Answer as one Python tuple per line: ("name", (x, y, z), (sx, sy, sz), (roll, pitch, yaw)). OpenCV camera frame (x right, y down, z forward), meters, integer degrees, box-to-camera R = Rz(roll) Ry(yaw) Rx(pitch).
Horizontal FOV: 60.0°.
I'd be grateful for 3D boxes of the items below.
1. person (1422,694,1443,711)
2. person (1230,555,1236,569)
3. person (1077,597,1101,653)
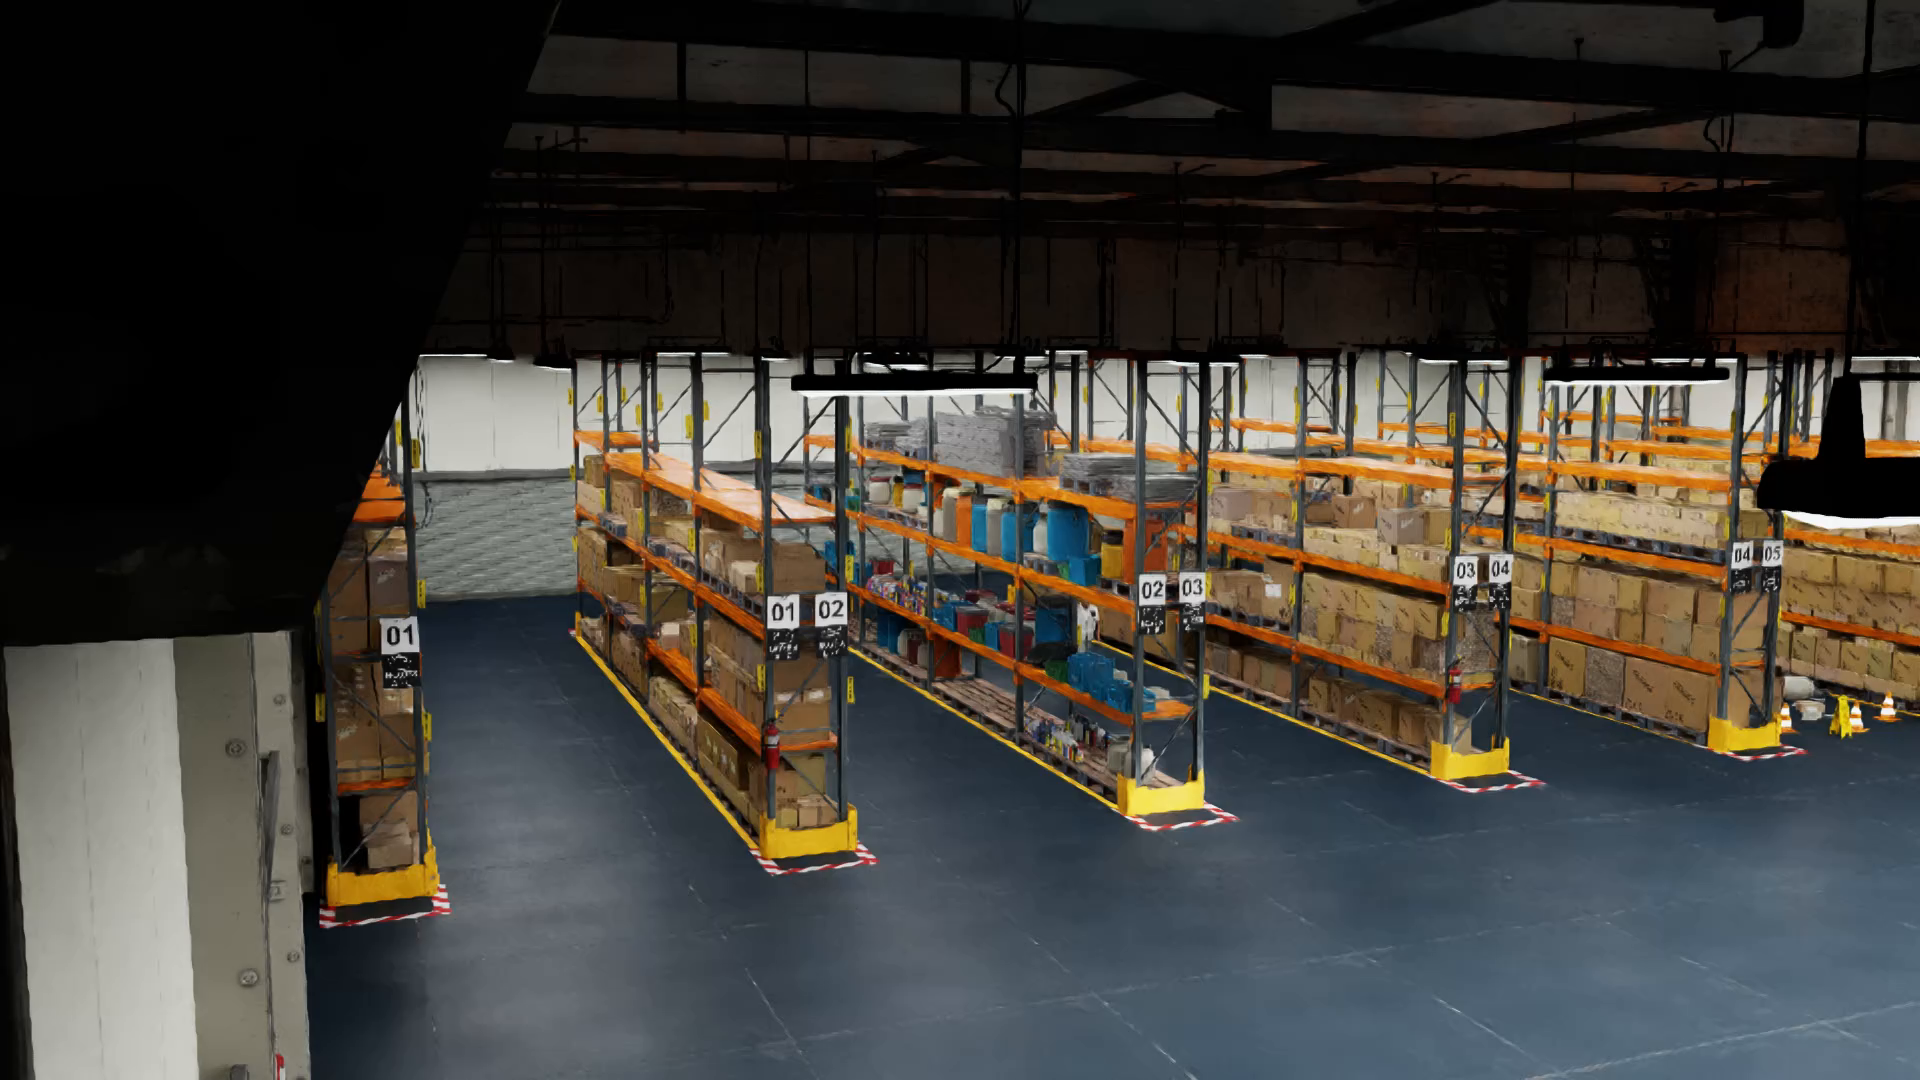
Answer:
("person", (7.713, 2.214, 26.763), (0.463, 1.568, 0.998), (-3, 8, -22))
("person", (6.805, 0.282, 41.583), (0.555, 1.789, 0.531), (6, 9, 40))
("person", (2.262, 1.739, 30.101), (0.556, 1.712, 1.019), (-3, 8, -22))
